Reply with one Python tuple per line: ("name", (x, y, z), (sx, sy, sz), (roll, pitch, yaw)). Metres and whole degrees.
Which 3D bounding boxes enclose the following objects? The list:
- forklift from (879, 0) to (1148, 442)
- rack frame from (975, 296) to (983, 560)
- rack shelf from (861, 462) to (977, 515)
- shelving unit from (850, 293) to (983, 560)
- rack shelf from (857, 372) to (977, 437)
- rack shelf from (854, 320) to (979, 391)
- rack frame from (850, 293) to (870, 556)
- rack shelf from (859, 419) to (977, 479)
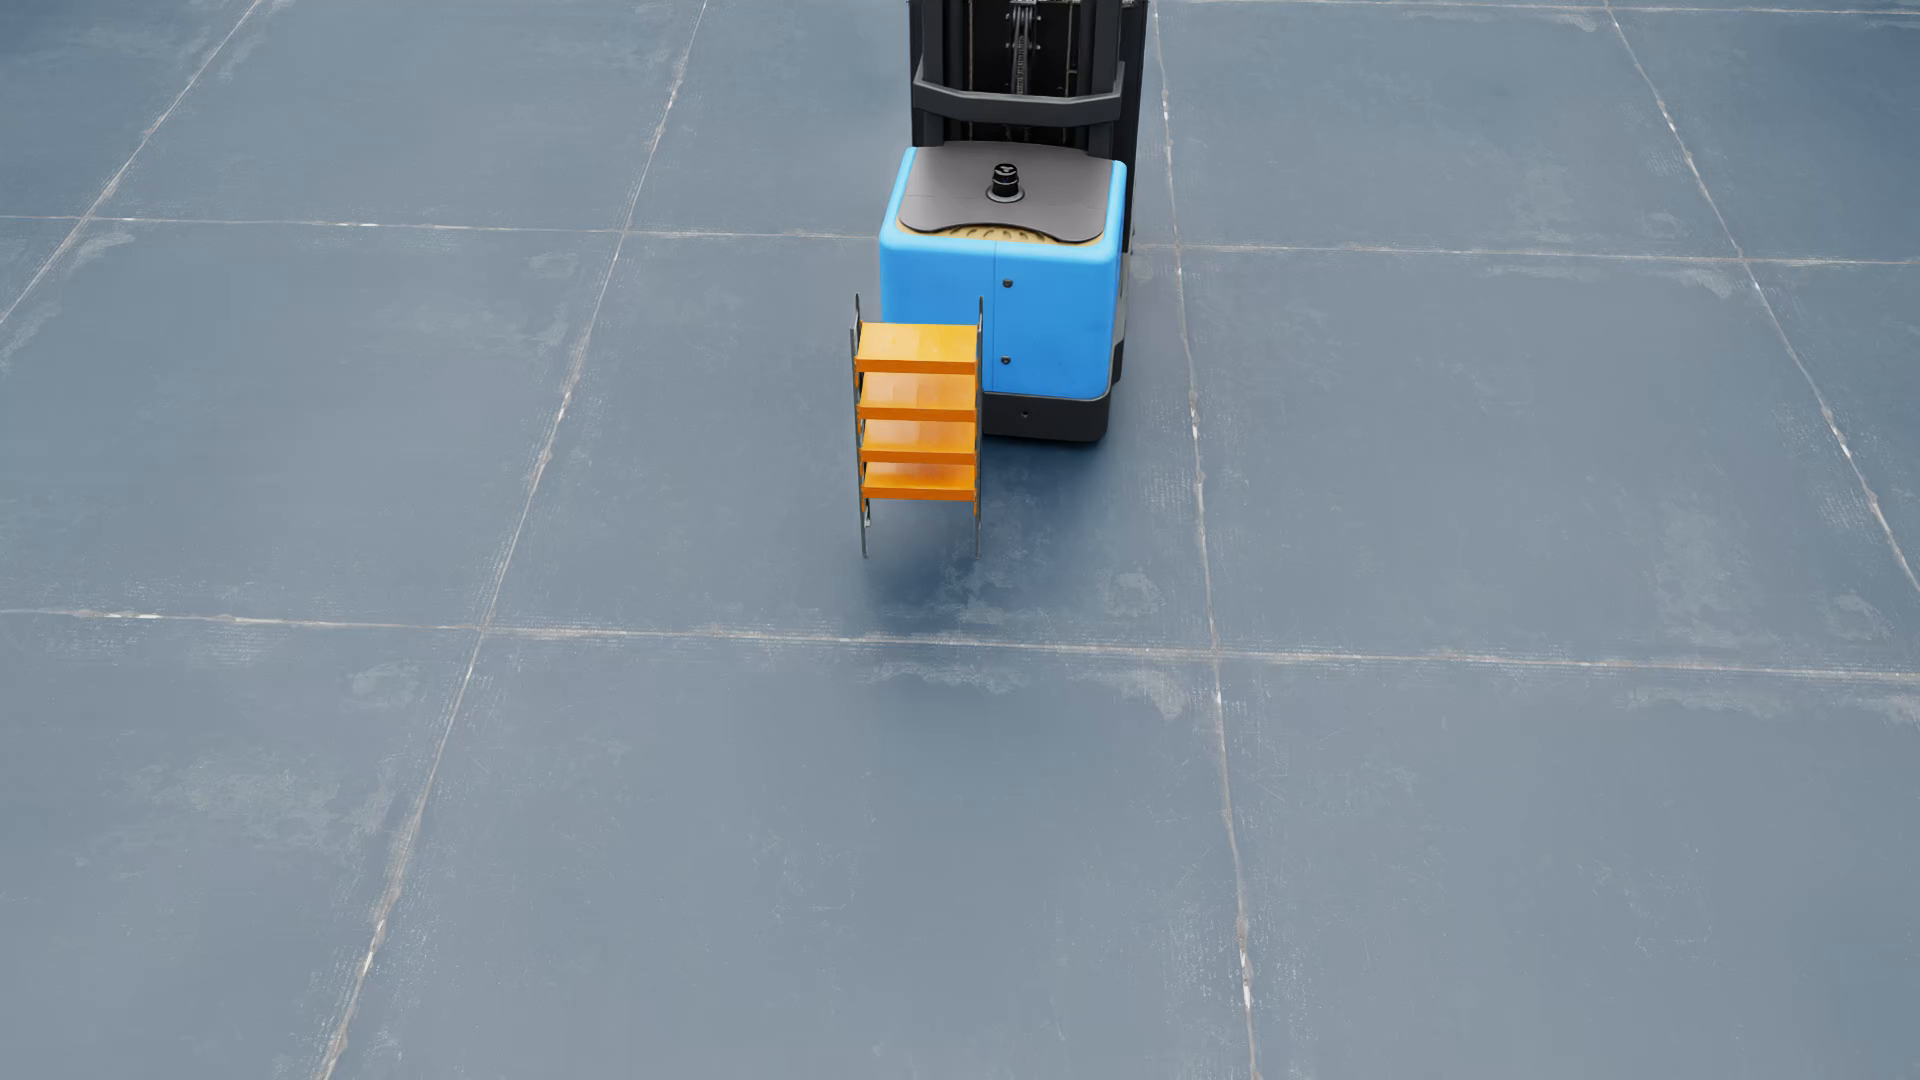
("forklift", (0.343, -2.529, 7.814), (1.130, 2.935, 3.031), (5, 43, 6))
("rack frame", (0.078, -0.437, 6.838), (0.015, 1.200, 0.240), (2, 43, 2))
("rack shelf", (-0.165, -0.250, 7.028), (0.480, 0.148, 0.258), (2, 43, 2))
("shelving unit", (-0.165, -0.444, 6.846), (0.503, 1.200, 0.258), (2, 43, 2))
("rack shelf", (-0.165, -0.559, 6.740), (0.480, 0.148, 0.258), (2, 43, 2))
("rack shelf", (-0.165, -0.732, 6.579), (0.480, 0.148, 0.258), (2, 43, 2))
("rack frame", (-0.409, -0.452, 6.855), (0.015, 1.200, 0.240), (2, 43, 2))
("rack shelf", (-0.165, -0.395, 6.892), (0.480, 0.148, 0.258), (2, 43, 2))
